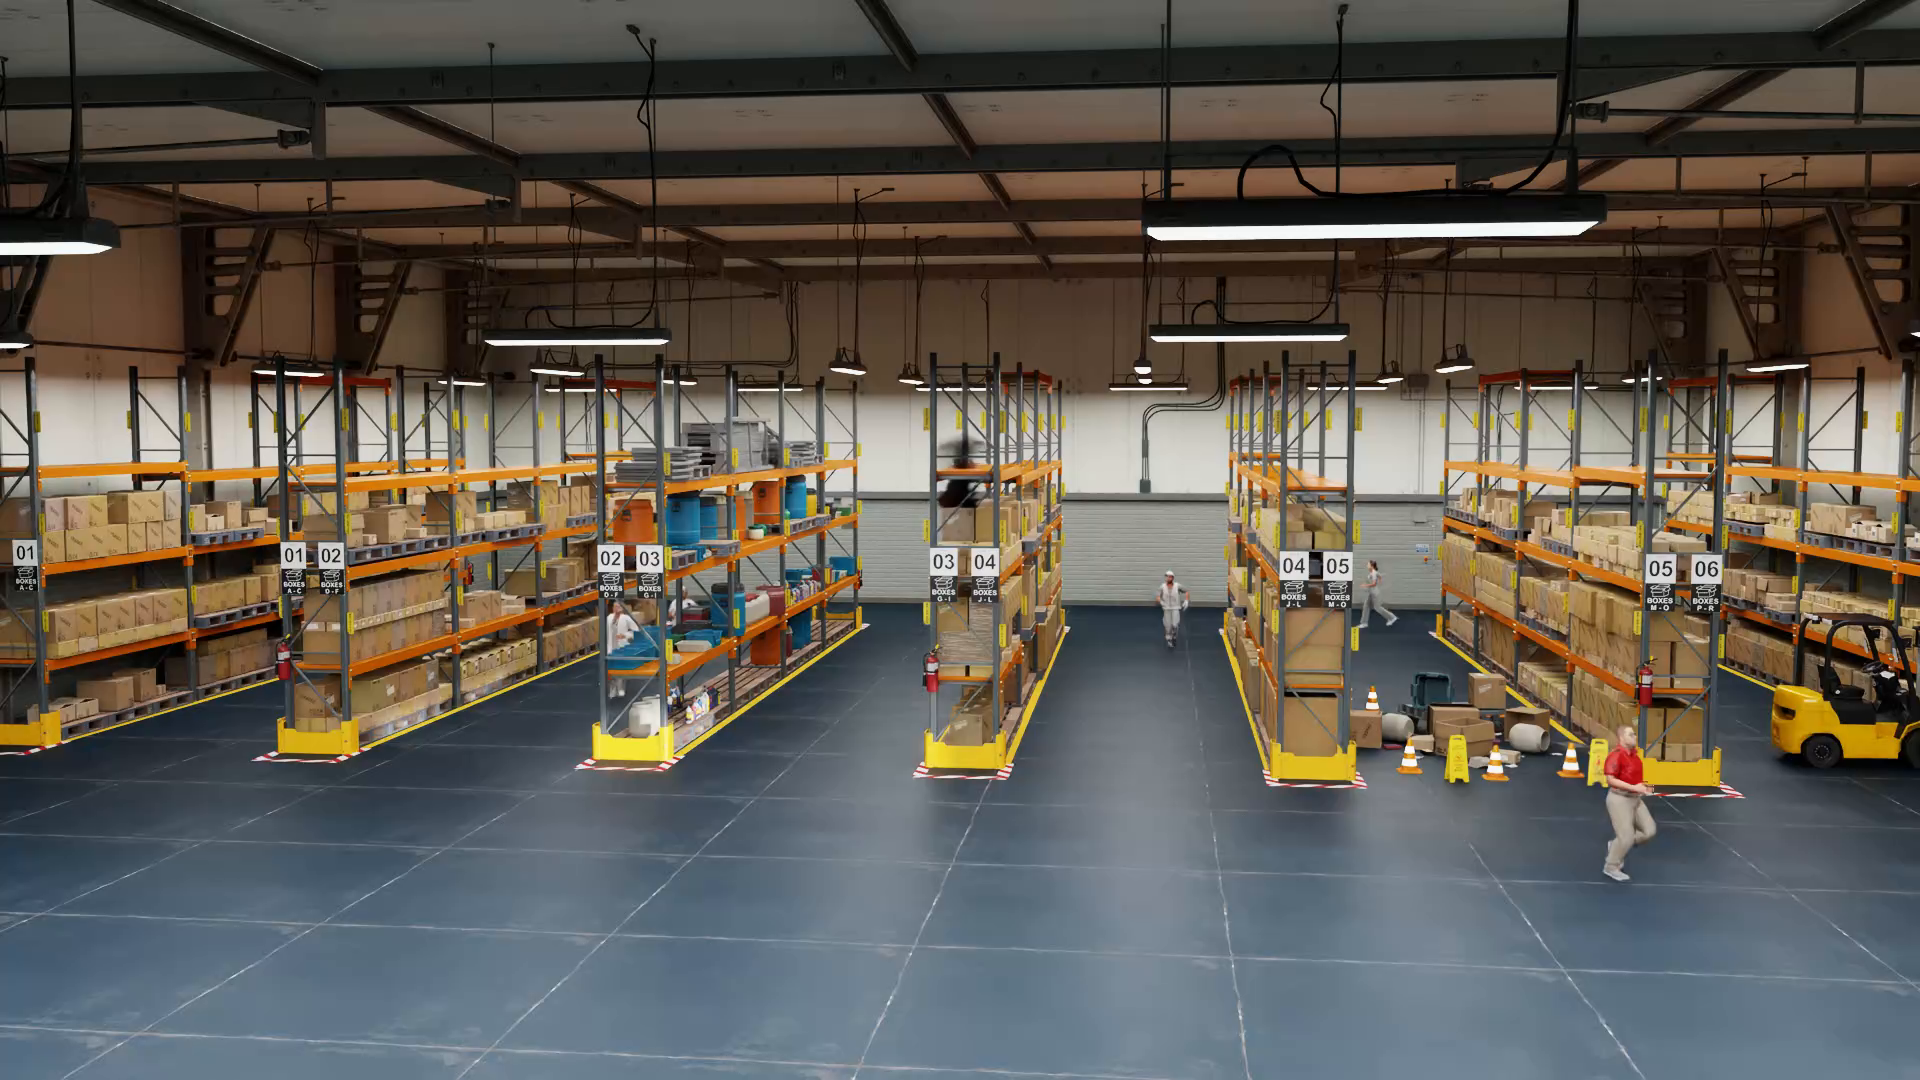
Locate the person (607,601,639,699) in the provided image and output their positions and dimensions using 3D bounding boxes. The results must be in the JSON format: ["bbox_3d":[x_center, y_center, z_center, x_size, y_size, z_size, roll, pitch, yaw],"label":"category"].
[{"bbox_3d":[-6.197,1.990,30.122,0.767,1.774,0.649,1,4,8],"label":"person"}]

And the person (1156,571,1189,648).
[{"bbox_3d":[4.642,1.542,36.427,0.687,1.732,0.748,1,4,17],"label":"person"}]

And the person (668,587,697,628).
[{"bbox_3d":[-5.601,1.772,33.606,0.612,1.653,0.894,0,4,3],"label":"person"}]

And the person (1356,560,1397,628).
[{"bbox_3d":[10.098,1.321,40.297,0.973,1.666,0.532,1,4,8],"label":"person"}]

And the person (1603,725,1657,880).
[{"bbox_3d":[7.311,2.870,18.157,0.716,1.696,0.578,-4,5,-42],"label":"person"}]
